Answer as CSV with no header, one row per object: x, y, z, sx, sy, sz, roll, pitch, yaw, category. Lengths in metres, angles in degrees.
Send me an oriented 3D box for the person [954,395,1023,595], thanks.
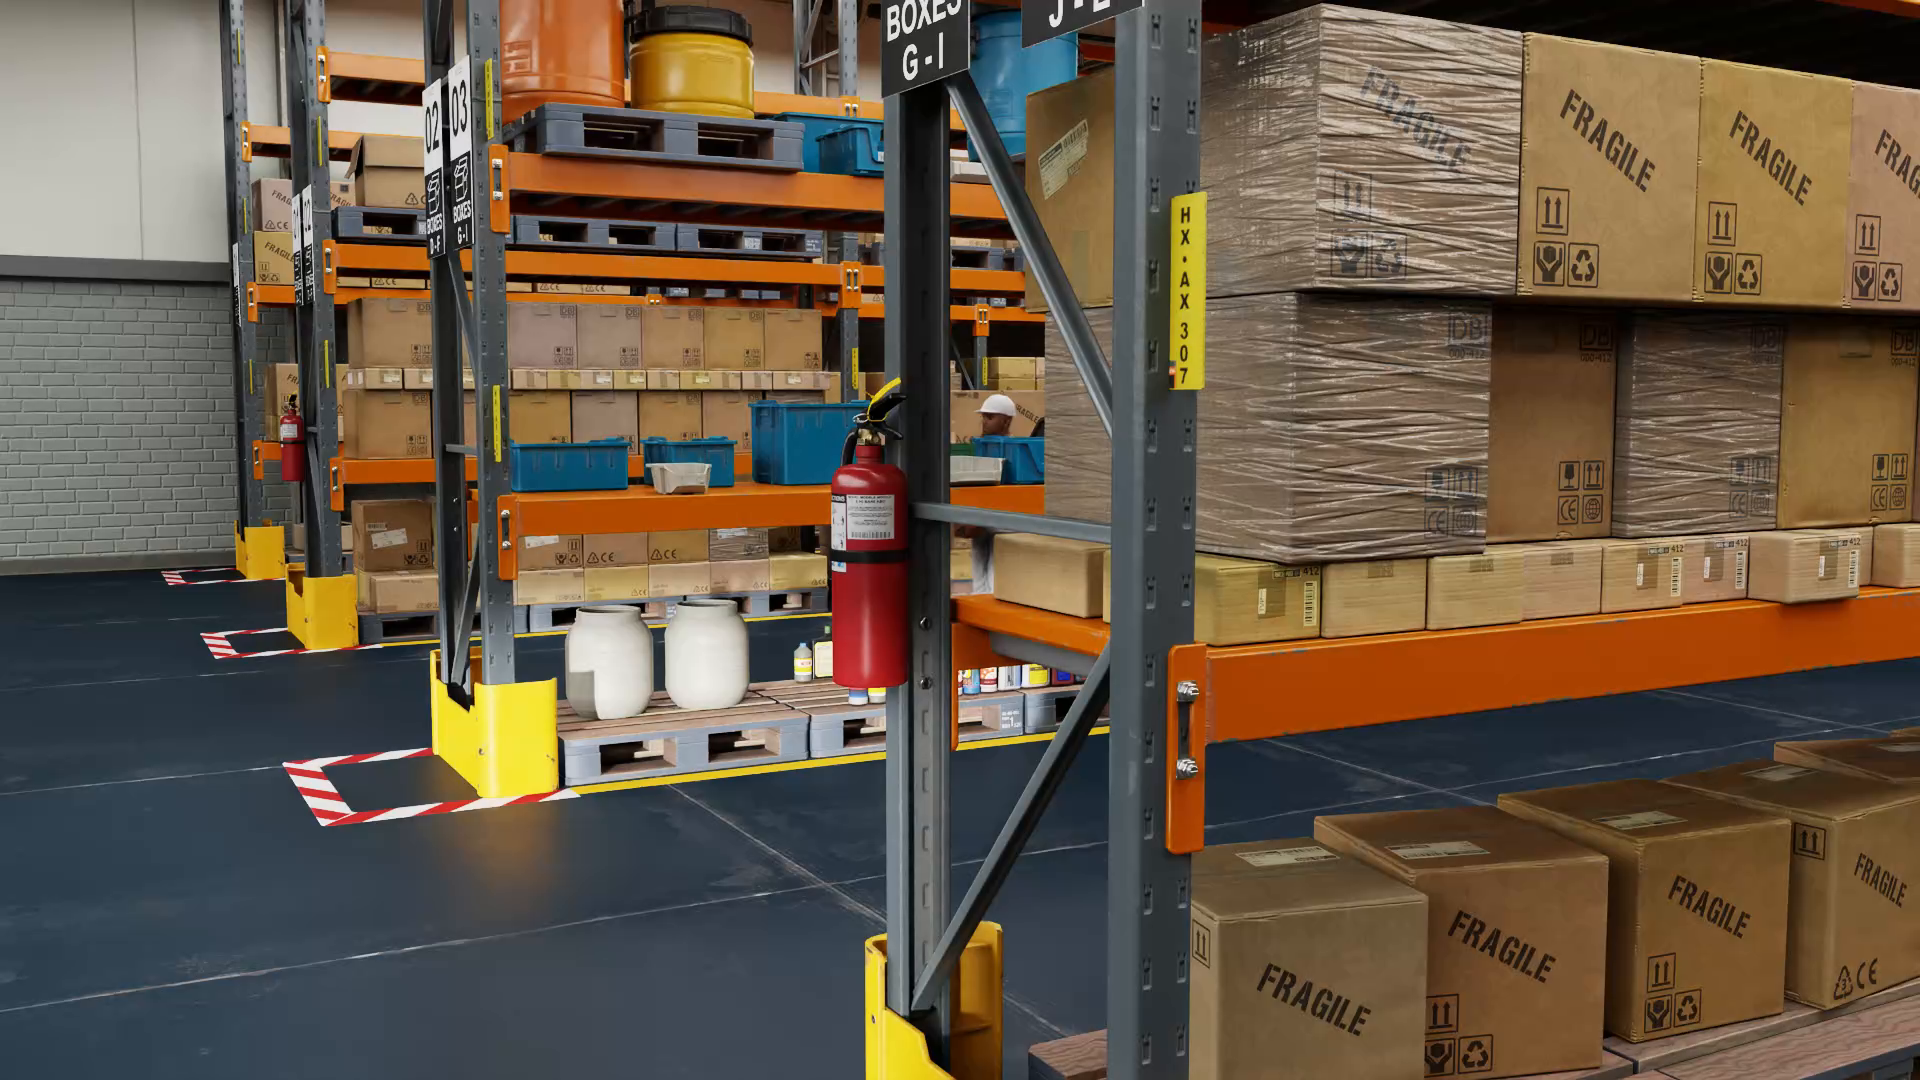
0.154,-0.048,10.684,0.570,1.763,0.505,-3,6,-29,person
